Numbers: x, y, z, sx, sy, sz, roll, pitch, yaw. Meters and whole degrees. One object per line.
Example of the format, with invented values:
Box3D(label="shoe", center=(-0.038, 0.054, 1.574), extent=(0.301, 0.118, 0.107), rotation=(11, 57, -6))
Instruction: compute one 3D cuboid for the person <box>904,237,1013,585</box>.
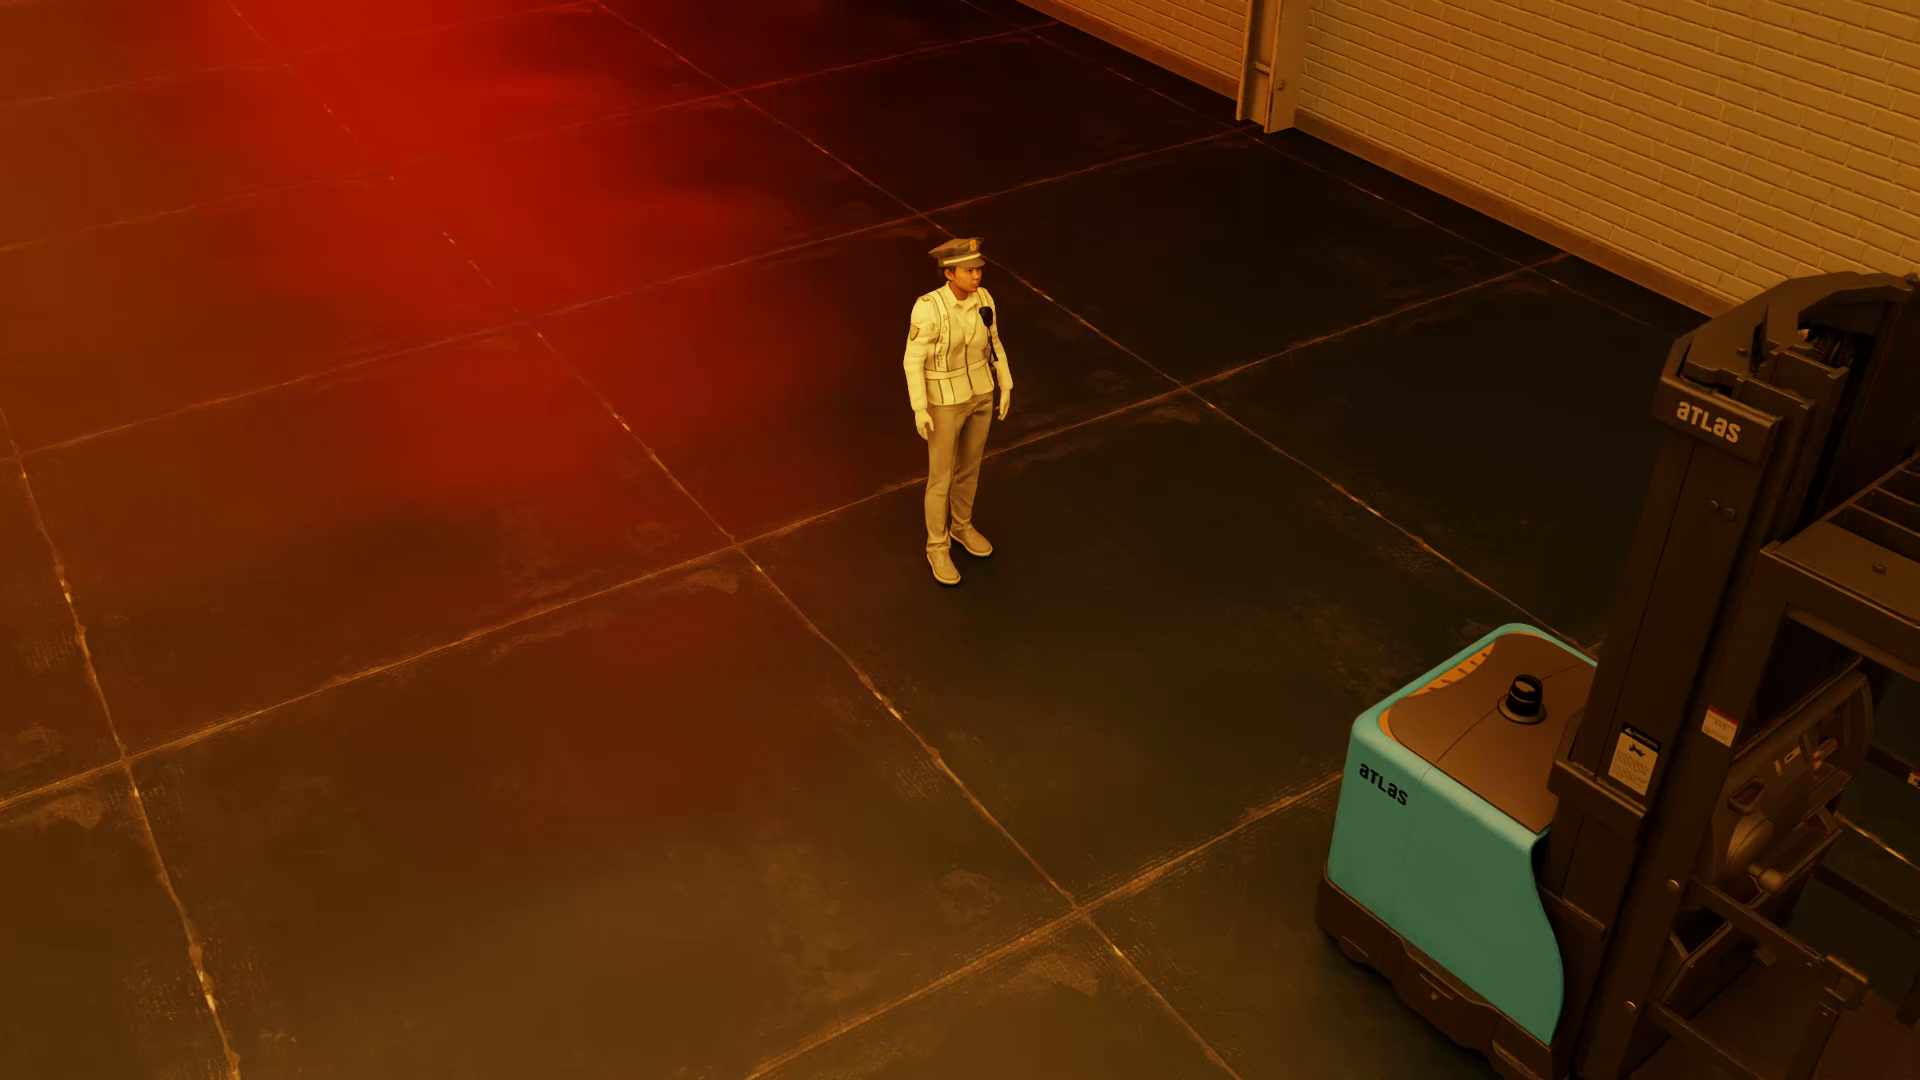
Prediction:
Box3D(label="person", center=(0.032, -0.664, 8.155), extent=(0.586, 1.694, 0.530), rotation=(-21, 40, -27))

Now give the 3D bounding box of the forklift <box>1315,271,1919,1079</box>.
Box3D(label="forklift", center=(2.696, 0.809, 4.997), extent=(1.130, 2.935, 3.031), rotation=(-25, 42, -31))
